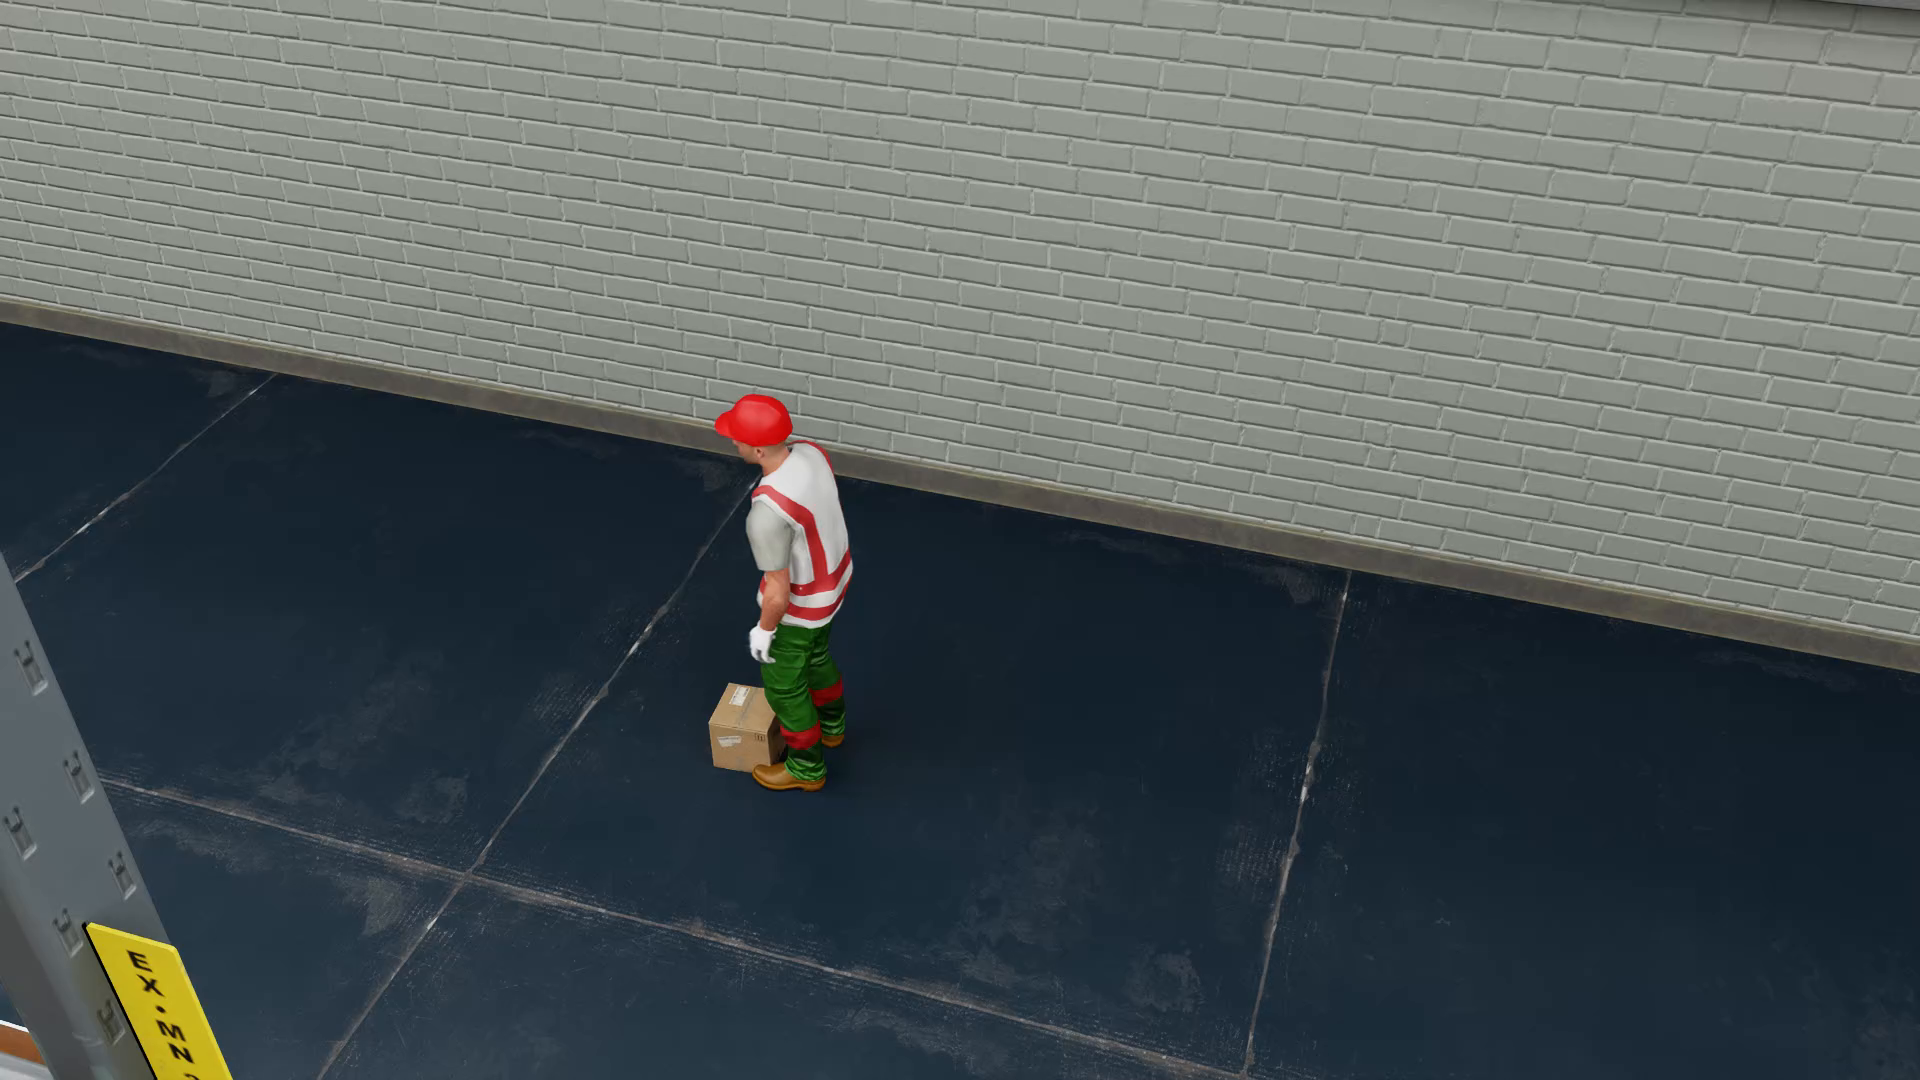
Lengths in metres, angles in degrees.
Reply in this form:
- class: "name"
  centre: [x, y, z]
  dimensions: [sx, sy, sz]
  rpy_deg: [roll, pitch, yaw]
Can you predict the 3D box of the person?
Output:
- class: "person"
  centre: [-0.645, 0.208, 6.358]
  dimensions: [0.453, 1.778, 0.604]
  rpy_deg: [11, 38, 14]
